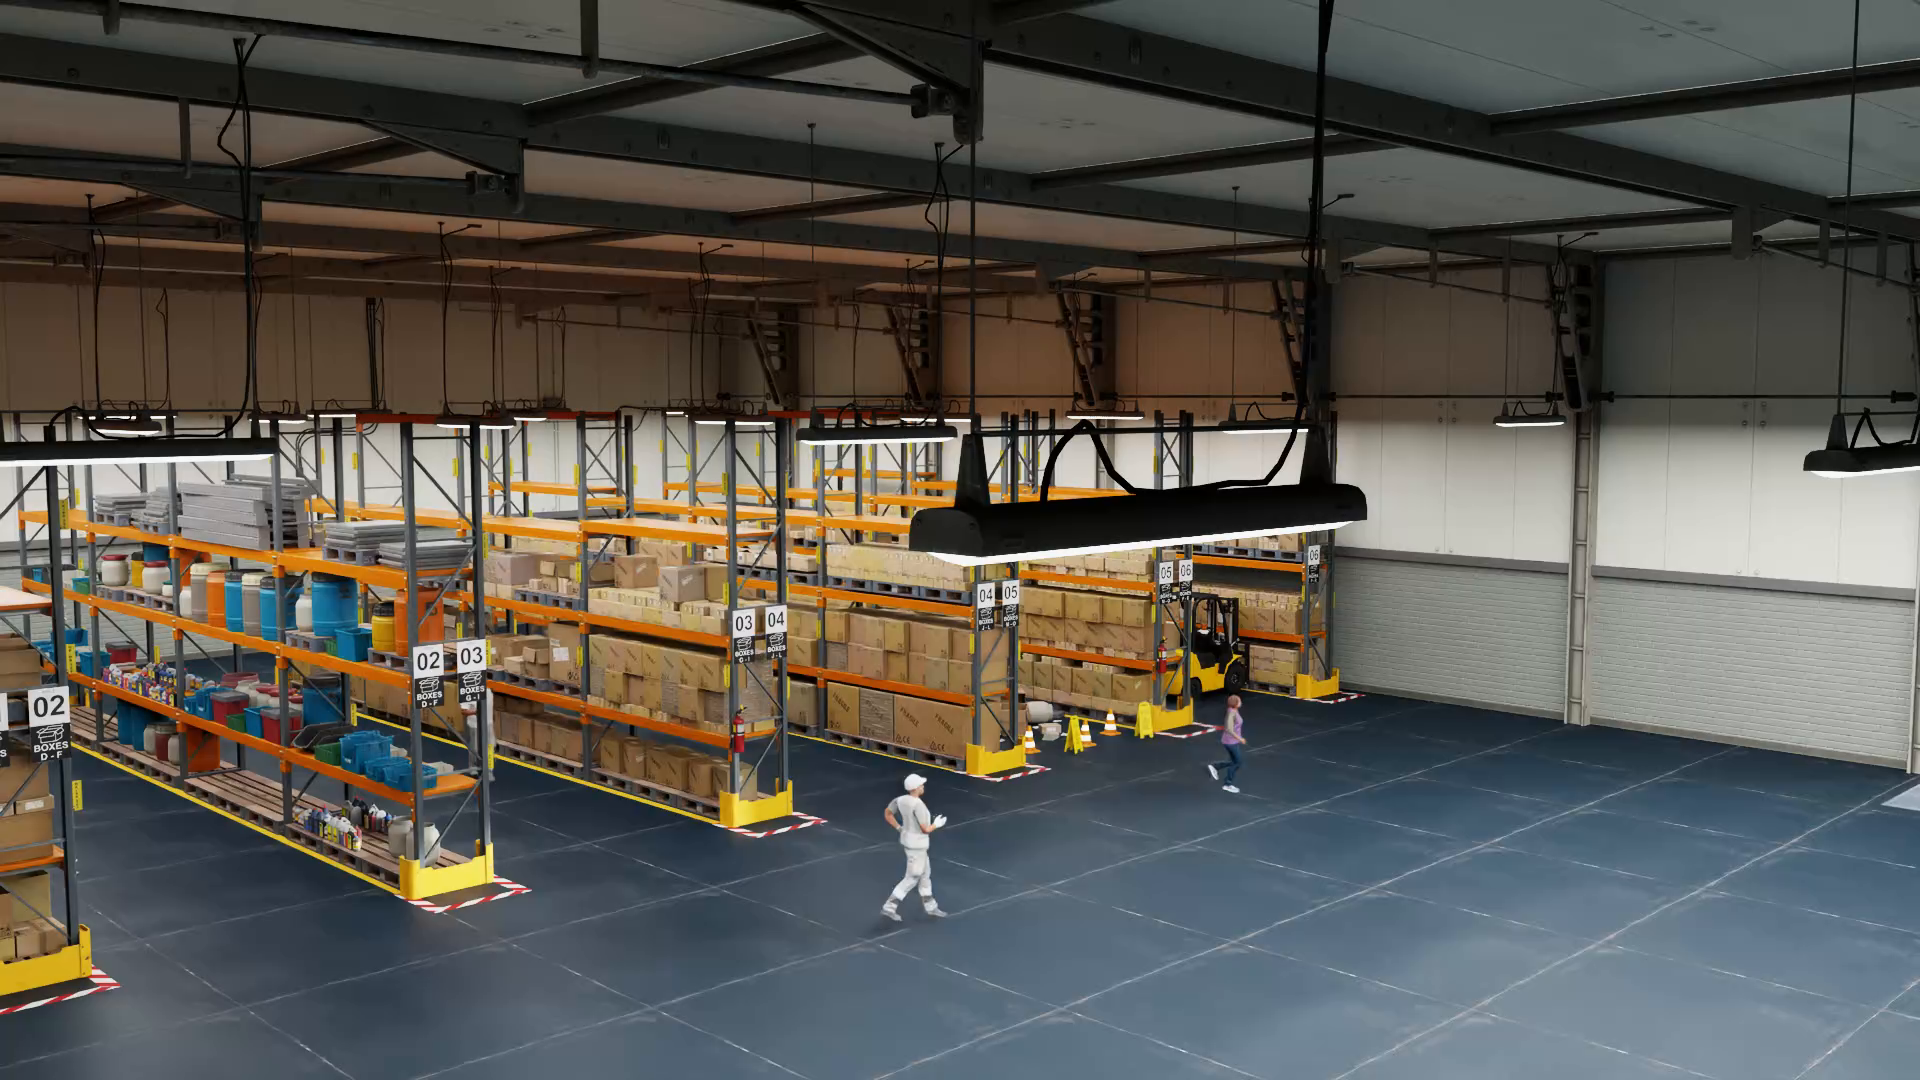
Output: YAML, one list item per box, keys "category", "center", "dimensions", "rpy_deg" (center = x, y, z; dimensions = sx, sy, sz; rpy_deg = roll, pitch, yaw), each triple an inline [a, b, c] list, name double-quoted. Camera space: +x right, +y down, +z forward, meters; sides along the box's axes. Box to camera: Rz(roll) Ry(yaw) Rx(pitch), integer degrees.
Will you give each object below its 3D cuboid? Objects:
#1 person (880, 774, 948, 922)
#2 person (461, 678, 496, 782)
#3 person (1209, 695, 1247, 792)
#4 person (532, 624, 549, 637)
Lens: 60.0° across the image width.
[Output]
- category: "person"
  center: [-0.538, 3.687, 19.863]
  dimensions: [0.920, 1.809, 0.648]
  rpy_deg: [-2, 5, -24]
- category: "person"
  center: [-7.885, 3.079, 27.392]
  dimensions: [0.687, 1.815, 0.719]
  rpy_deg: [-5, 7, -42]
- category: "person"
  center: [4.293, 3.250, 26.661]
  dimensions: [0.610, 1.573, 0.554]
  rpy_deg: [1, 5, 10]
- category: "person"
  center: [-10.355, 1.956, 40.869]
  dimensions: [0.934, 1.630, 0.629]
  rpy_deg: [1, 5, 14]
